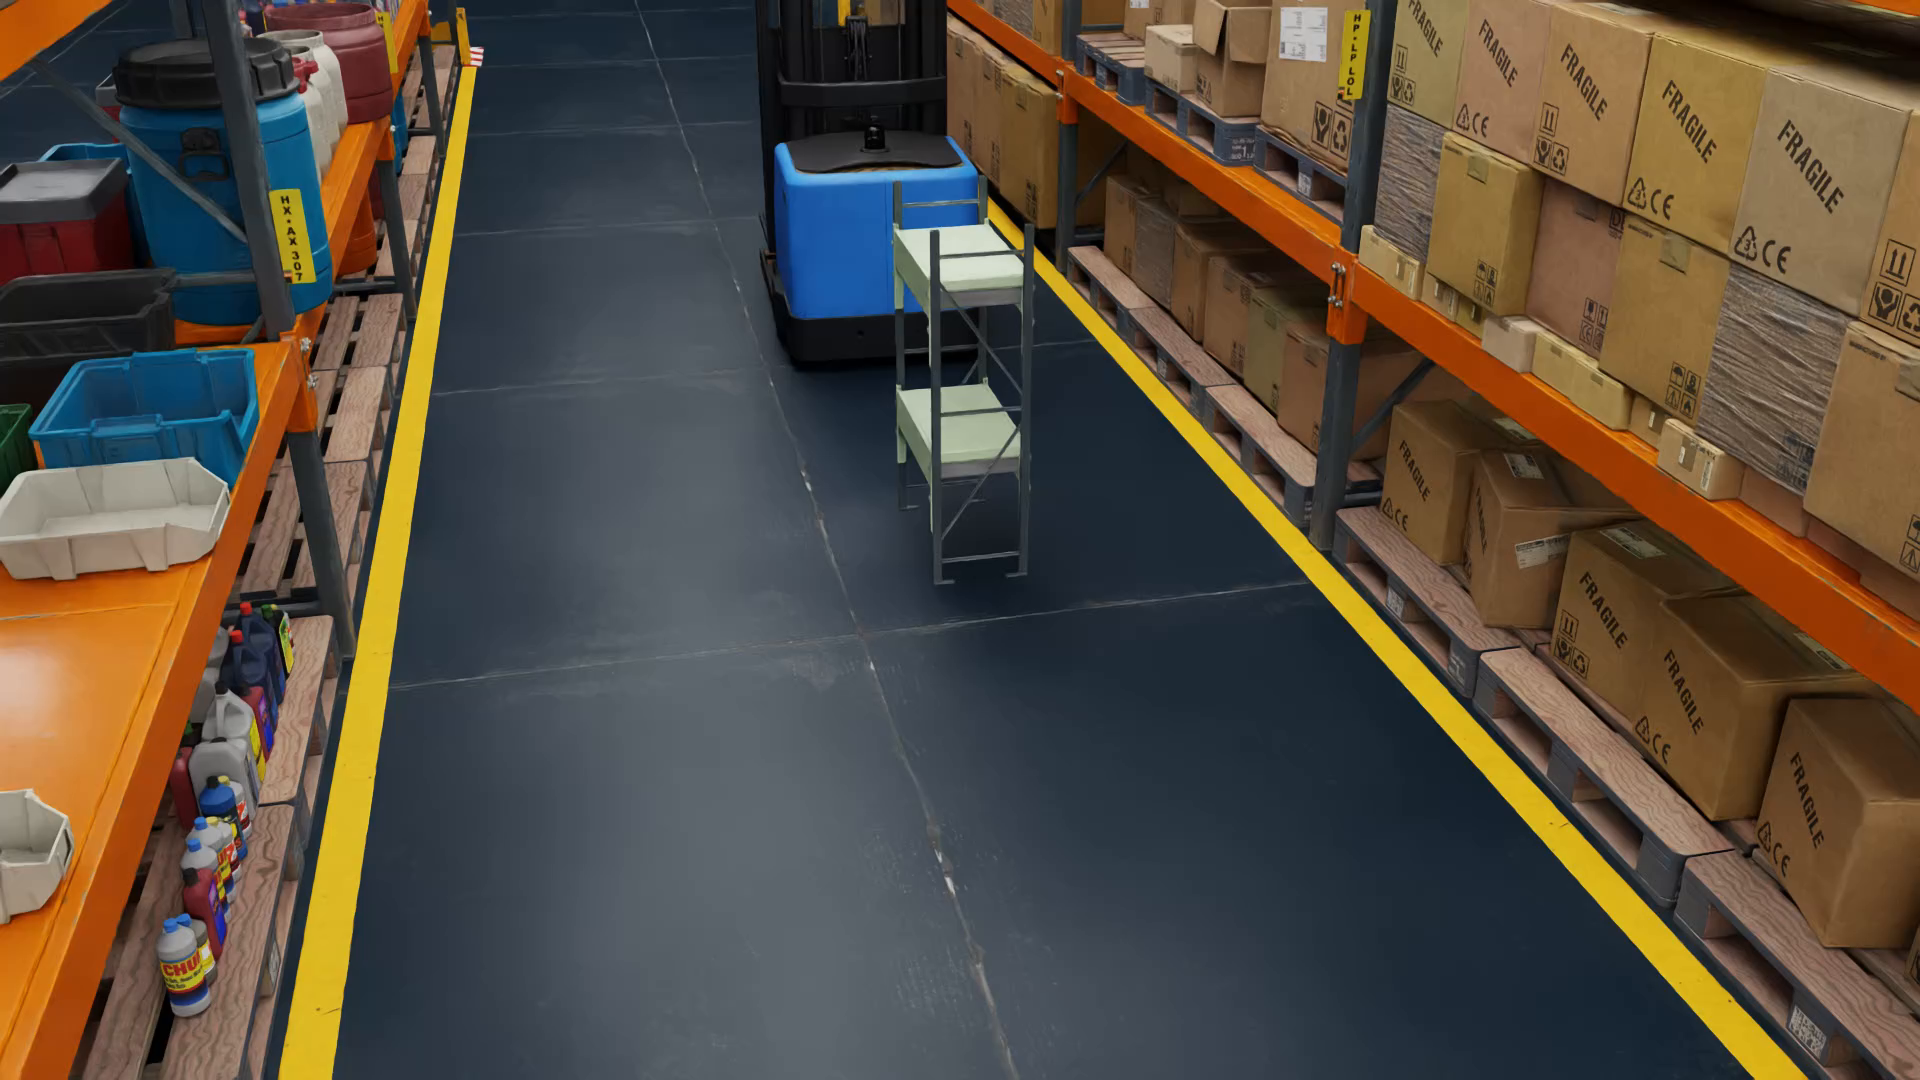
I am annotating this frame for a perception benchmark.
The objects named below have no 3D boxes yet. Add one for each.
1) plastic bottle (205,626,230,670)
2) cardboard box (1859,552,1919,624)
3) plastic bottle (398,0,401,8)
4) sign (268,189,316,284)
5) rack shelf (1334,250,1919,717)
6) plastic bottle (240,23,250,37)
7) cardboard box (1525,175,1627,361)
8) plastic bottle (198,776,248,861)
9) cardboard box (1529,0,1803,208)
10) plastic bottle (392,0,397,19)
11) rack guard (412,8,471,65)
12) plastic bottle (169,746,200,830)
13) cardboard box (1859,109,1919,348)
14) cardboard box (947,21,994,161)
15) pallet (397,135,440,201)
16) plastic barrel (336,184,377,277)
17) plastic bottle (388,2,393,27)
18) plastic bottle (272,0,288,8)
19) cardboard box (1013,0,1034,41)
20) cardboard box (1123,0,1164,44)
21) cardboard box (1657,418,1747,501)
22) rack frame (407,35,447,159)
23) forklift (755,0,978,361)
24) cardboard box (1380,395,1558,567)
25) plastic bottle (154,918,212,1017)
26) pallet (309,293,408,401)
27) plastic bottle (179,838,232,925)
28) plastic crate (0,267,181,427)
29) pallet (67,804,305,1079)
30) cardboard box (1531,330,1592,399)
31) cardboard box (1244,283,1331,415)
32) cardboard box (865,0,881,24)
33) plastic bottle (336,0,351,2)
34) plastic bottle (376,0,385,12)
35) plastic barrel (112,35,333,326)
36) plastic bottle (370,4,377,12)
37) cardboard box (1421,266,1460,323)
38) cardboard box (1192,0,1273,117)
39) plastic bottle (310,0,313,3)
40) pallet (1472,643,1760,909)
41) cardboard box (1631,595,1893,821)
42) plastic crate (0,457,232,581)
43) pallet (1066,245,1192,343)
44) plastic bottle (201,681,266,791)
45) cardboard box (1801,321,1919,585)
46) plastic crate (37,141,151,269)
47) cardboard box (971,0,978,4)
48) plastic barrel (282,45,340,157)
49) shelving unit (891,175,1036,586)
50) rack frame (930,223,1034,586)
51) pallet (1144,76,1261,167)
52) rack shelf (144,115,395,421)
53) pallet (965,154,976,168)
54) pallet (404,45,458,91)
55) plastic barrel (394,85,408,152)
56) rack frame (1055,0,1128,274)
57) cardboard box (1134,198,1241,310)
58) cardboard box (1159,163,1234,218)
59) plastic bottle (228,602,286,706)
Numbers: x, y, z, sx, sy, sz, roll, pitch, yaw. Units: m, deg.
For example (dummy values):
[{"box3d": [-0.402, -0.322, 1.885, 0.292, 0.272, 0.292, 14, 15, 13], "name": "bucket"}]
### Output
[{"box3d": [-2.523, 0.397, 5.585, 0.144, 0.351, 0.185, -6, 27, -12], "name": "plastic bottle"}, {"box3d": [2.450, 0.079, 4.044, 0.380, 0.149, 0.250, -6, 27, -12], "name": "cardboard box"}, {"box3d": [-4.085, -3.976, 11.854, 0.144, 0.351, 0.185, -6, 27, -12], "name": "plastic bottle"}, {"box3d": [-2.270, -1.031, 5.657, 0.100, 0.325, 0.005, -6, 27, -12], "name": "sign"}, {"box3d": [2.468, -0.161, 5.038, 1.077, 0.370, 4.000, -6, 27, -12], "name": "rack shelf"}, {"box3d": [-4.409, -3.069, 10.221, 0.097, 0.201, 0.097, 0, 27, 0], "name": "plastic bottle"}, {"box3d": [2.347, -0.901, 5.265, 0.875, 0.500, 0.500, -6, 27, -12], "name": "cardboard box"}, {"box3d": [-2.157, 0.810, 4.856, 0.097, 0.271, 0.097, 0, 27, 0], "name": "plastic bottle"}, {"box3d": [2.097, -1.321, 4.988, 0.500, 0.500, 0.500, -6, 27, -12], "name": "cardboard box"}, {"box3d": [-3.981, -3.732, 11.453, 0.152, 0.276, 0.135, -6, 27, -12], "name": "plastic bottle"}, {"box3d": [-5.531, -5.018, 16.637, 1.175, 0.500, 0.348, -6, 27, -12], "name": "rack guard"}, {"box3d": [-2.337, 0.722, 5.017, 0.061, 0.283, 0.133, -6, 27, -12], "name": "plastic bottle"}, {"box3d": [2.435, -0.663, 3.683, 0.500, 0.500, 0.500, -6, 27, -12], "name": "cardboard box"}, {"box3d": [0.580, -3.440, 12.628, 1.225, 0.875, 0.875, -7, 28, -13], "name": "cardboard box"}, {"box3d": [-4.478, -2.781, 12.525, 1.003, 0.211, 1.213, -6, 27, -12], "name": "pallet"}, {"box3d": [-3.837, -2.044, 9.914, 0.600, 0.830, 0.708, -6, 27, -12], "name": "plastic barrel"}, {"box3d": [-3.876, -3.549, 11.173, 0.097, 0.201, 0.097, 0, 27, 0], "name": "plastic bottle"}, {"box3d": [-4.434, -3.437, 10.873, 0.097, 0.271, 0.097, 0, 27, 0], "name": "plastic bottle"}, {"box3d": [0.656, -3.571, 10.886, 0.500, 0.500, 0.500, -6, 27, -12], "name": "cardboard box"}, {"box3d": [1.276, -3.115, 9.515, 0.500, 0.500, 0.500, -9, 28, -18], "name": "cardboard box"}, {"box3d": [2.213, -0.244, 4.682, 0.380, 0.149, 0.250, -6, 27, -12], "name": "cardboard box"}, {"box3d": [-4.611, -4.369, 12.577, 1.000, 3.000, 0.127, -6, 27, -12], "name": "rack frame"}, {"box3d": [-0.662, -2.917, 9.776, 1.130, 2.935, 3.031, -5, 27, -9], "name": "forklift"}, {"box3d": [2.068, -0.252, 6.728, 0.500, 0.500, 0.500, -7, 28, -13], "name": "cardboard box"}, {"box3d": [-2.012, 1.093, 4.295, 0.097, 0.271, 0.097, 0, 27, 0], "name": "plastic bottle"}, {"box3d": [-3.573, -1.024, 9.044, 1.003, 0.211, 1.213, -6, 27, -12], "name": "pallet"}, {"box3d": [-2.089, 0.943, 4.593, 0.097, 0.271, 0.097, 0, 27, 0], "name": "plastic bottle"}, {"box3d": [-2.814, -0.586, 5.152, 0.767, 0.338, 0.504, -6, 27, -12], "name": "plastic crate"}, {"box3d": [-2.419, 1.224, 4.591, 1.003, 0.211, 1.213, -6, 27, -12], "name": "pallet"}, {"box3d": [2.078, -0.576, 5.342, 0.380, 0.149, 0.250, -6, 27, -12], "name": "cardboard box"}, {"box3d": [1.811, -0.923, 8.036, 0.700, 0.500, 0.500, -6, 27, -12], "name": "cardboard box"}, {"box3d": [-0.465, -5.594, 16.896, 0.875, 0.875, 0.875, -6, 27, -12], "name": "cardboard box"}, {"box3d": [-3.955, -3.418, 10.748, 0.144, 0.351, 0.185, -6, 27, -12], "name": "plastic bottle"}, {"box3d": [-3.805, -3.389, 10.773, 0.152, 0.276, 0.135, -6, 27, -12], "name": "plastic bottle"}, {"box3d": [-2.600, -1.281, 5.903, 0.600, 0.901, 0.708, -6, 27, -12], "name": "plastic barrel"}, {"box3d": [-3.700, -3.238, 10.478, 0.097, 0.271, 0.097, 0, 27, 0], "name": "plastic bottle"}, {"box3d": [1.899, -0.905, 5.992, 0.380, 0.149, 0.250, -6, 27, -12], "name": "cardboard box"}, {"box3d": [1.536, -2.345, 7.986, 0.797, 0.503, 0.637, -3, 27, -6], "name": "cardboard box"}, {"box3d": [-4.678, -3.898, 11.865, 0.097, 0.201, 0.097, 0, 27, 0], "name": "plastic bottle"}, {"box3d": [2.481, 0.713, 5.603, 1.003, 0.211, 1.213, -6, 27, -12], "name": "pallet"}, {"box3d": [2.503, 0.513, 5.212, 0.500, 0.500, 0.500, -3, 27, -7], "name": "cardboard box"}, {"box3d": [-2.196, -0.052, 4.317, 0.530, 0.136, 0.437, -6, 27, -12], "name": "plastic crate"}, {"box3d": [1.290, -1.528, 10.042, 1.003, 0.211, 1.213, -6, 27, -12], "name": "pallet"}, {"box3d": [-2.267, 0.609, 5.166, 0.144, 0.351, 0.185, -6, 27, -12], "name": "plastic bottle"}, {"box3d": [2.592, -0.233, 3.941, 0.875, 0.500, 0.500, -6, 27, -12], "name": "cardboard box"}, {"box3d": [-3.360, -1.302, 6.519, 0.392, 0.384, 0.575, -6, 27, -12], "name": "plastic crate"}, {"box3d": [0.301, -4.249, 12.228, 0.500, 0.500, 0.500, -7, 28, -13], "name": "cardboard box"}, {"box3d": [-3.175, -2.048, 7.854, 0.421, 0.512, 0.421, 0, 27, 0], "name": "plastic barrel"}, {"box3d": [0.002, -0.667, 6.906, 0.431, 1.500, 0.755, -6, 27, -12], "name": "shelving unit"}, {"box3d": [0.084, -0.506, 6.588, 0.400, 1.500, 0.023, -6, 27, -12], "name": "rack frame"}, {"box3d": [1.602, -2.165, 8.424, 1.003, 0.211, 1.213, -6, 27, -12], "name": "pallet"}, {"box3d": [-3.259, -1.414, 7.520, 1.077, 0.370, 4.000, -6, 27, -12], "name": "rack shelf"}, {"box3d": [0.461, -3.296, 13.545, 1.003, 0.211, 1.213, -6, 27, -12], "name": "pallet"}, {"box3d": [-5.365, -4.514, 15.959, 1.003, 0.211, 1.213, -6, 27, -12], "name": "pallet"}, {"box3d": [-4.505, -3.379, 12.478, 0.600, 0.901, 0.708, -6, 27, -12], "name": "plastic barrel"}, {"box3d": [1.116, -3.116, 10.094, 1.000, 3.000, 0.127, -6, 27, -12], "name": "rack frame"}, {"box3d": [1.424, -1.662, 9.500, 0.700, 0.500, 0.500, -8, 28, -16], "name": "cardboard box"}, {"box3d": [1.425, -2.008, 9.353, 0.500, 0.250, 0.500, -3, 27, -6], "name": "cardboard box"}, {"box3d": [-2.383, 0.383, 5.614, 0.144, 0.351, 0.185, -7, 28, -13], "name": "plastic bottle"}]
